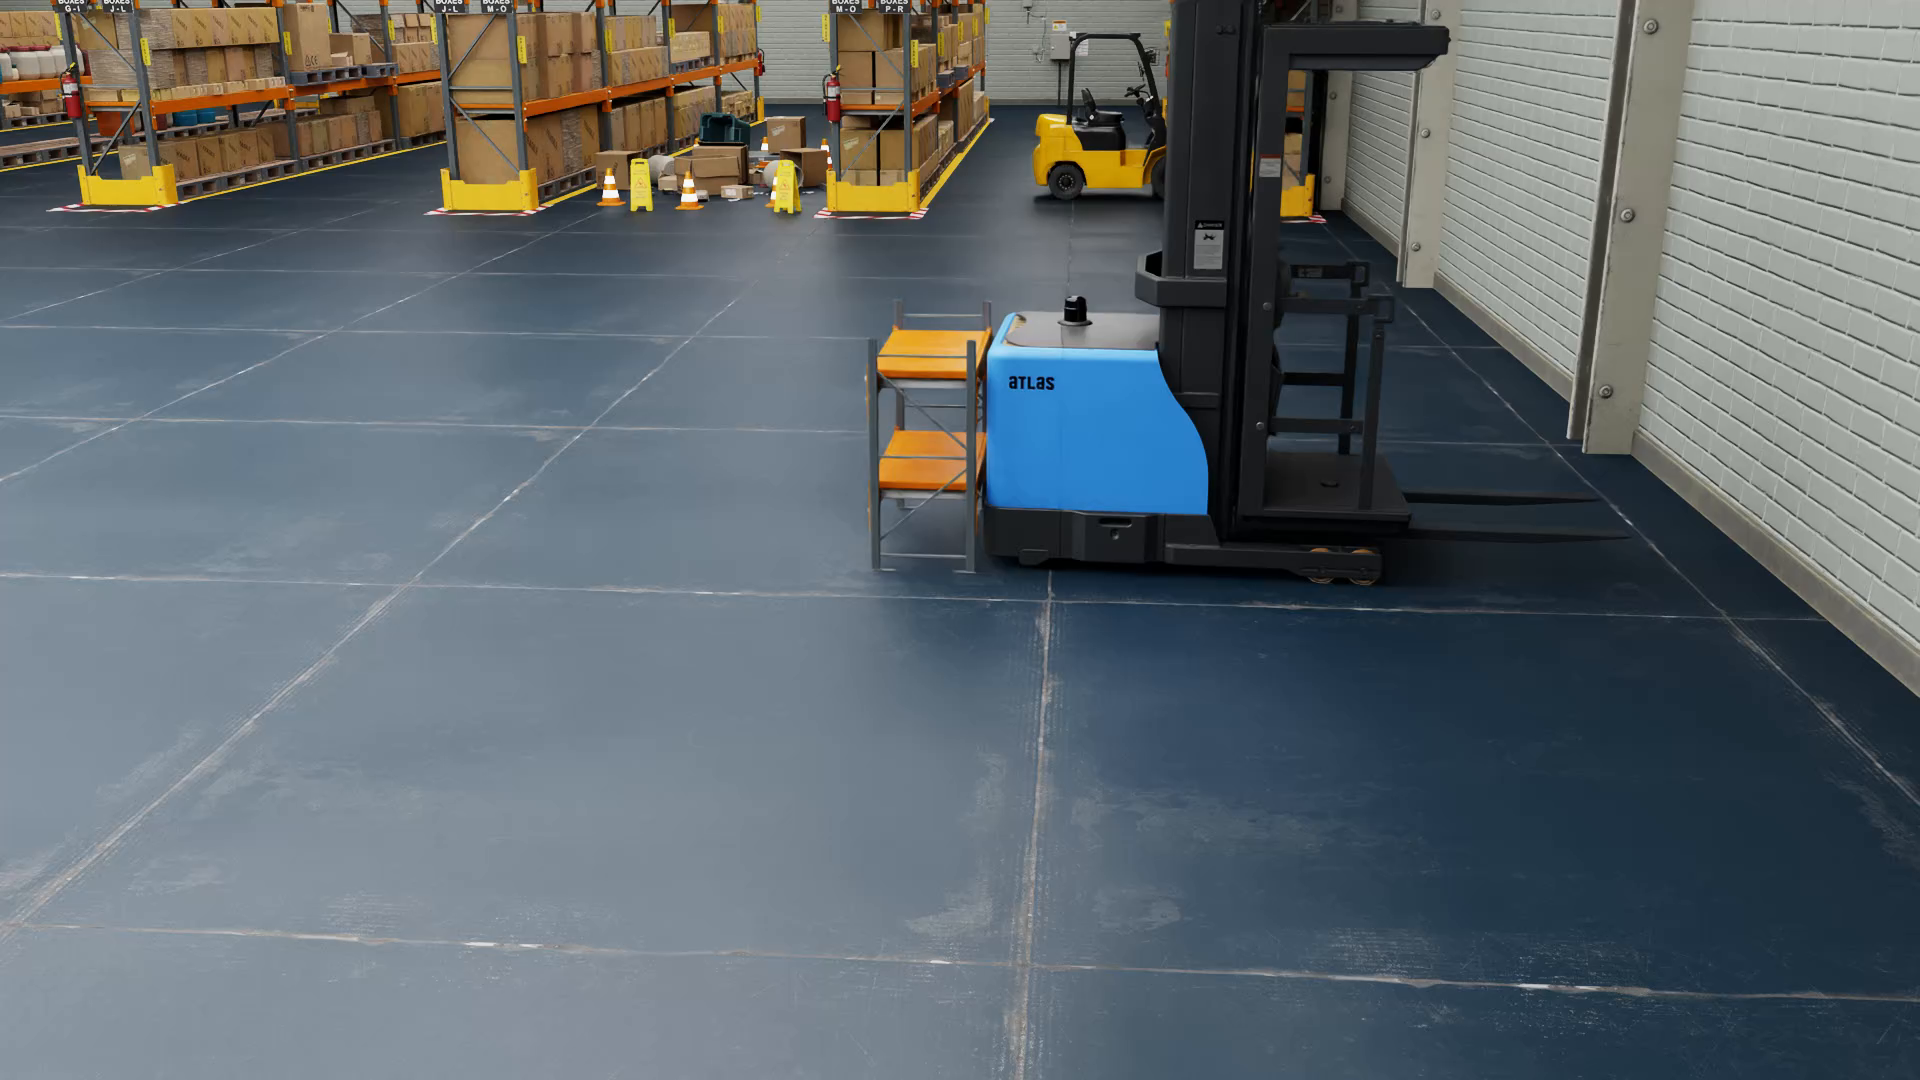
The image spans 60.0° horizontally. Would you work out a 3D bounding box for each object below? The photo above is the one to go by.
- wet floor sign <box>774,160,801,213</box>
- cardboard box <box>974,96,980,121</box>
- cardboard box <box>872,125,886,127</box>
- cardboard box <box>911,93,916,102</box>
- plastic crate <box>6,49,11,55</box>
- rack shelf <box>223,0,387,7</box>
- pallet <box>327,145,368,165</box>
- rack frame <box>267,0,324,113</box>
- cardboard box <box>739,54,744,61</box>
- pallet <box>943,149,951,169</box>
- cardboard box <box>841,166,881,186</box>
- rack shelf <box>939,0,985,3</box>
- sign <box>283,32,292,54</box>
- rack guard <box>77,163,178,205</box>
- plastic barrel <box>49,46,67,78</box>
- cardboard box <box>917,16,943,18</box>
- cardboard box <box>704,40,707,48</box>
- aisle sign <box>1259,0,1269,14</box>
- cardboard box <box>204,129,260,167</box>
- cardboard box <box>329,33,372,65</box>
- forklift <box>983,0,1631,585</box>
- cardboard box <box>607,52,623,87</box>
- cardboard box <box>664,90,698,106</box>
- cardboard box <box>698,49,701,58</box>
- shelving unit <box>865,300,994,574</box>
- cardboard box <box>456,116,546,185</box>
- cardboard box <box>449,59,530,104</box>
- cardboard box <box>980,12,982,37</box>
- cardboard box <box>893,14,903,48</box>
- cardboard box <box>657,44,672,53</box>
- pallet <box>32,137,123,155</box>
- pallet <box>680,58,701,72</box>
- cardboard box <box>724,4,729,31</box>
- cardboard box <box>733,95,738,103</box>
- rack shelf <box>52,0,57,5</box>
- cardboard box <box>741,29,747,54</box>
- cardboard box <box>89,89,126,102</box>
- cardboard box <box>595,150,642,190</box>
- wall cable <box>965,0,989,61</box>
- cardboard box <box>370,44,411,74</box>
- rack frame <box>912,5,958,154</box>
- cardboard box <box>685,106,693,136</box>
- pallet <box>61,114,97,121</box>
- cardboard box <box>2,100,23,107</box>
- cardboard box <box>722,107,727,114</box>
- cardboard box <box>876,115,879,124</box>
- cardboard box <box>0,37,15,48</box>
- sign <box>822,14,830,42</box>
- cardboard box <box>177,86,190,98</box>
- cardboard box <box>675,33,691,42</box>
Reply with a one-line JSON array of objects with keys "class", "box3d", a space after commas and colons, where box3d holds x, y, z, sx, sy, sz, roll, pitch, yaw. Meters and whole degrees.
[{"class": "wet floor sign", "box3d": [-2.193, -4.491, 21.094, 0.267, 0.644, 0.232, 8, 20, 23]}, {"class": "cardboard box", "box3d": [-0.036, -8.825, 33.978, 0.875, 0.438, 0.875, 1, 18, 2]}, {"class": "cardboard box", "box3d": [-1.281, -5.311, 22.352, 0.500, 0.500, 0.500, 2, 18, 6]}, {"class": "cardboard box", "box3d": [-0.778, -5.786, 21.667, 0.380, 0.149, 0.250, 1, 18, 2]}, {"class": "plastic crate", "box3d": [-15.785, -7.997, 27.909, 0.402, 0.464, 0.583, 1, 18, 4]}, {"class": "rack shelf", "box3d": [-10.567, -8.813, 26.841, 1.077, 0.370, 4.000, 1, 18, 4]}, {"class": "pallet", "box3d": [-10.571, -6.405, 27.632, 1.003, 0.211, 1.213, 1, 18, 4]}, {"class": "rack frame", "box3d": [-14.790, -10.946, 37.012, 1.000, 3.000, 0.127, 1, 18, 4]}, {"class": "cardboard box", "box3d": [-4.753, -10.151, 34.989, 0.380, 0.149, 0.250, 0, 18, 1]}, {"class": "pallet", "box3d": [-0.686, -6.184, 26.957, 1.003, 0.211, 1.213, 1, 18, 4]}, {"class": "cardboard box", "box3d": [-1.321, -4.803, 22.004, 0.500, 0.250, 0.500, 1, 18, 4]}, {"class": "rack shelf", "box3d": [-0.109, -11.077, 33.749, 1.077, 0.370, 4.000, 1, 18, 4]}, {"class": "sign", "box3d": [-10.168, -7.510, 25.136, 0.100, 0.325, 0.005, 1, 18, 4]}, {"class": "rack guard", "box3d": [-10.991, -4.702, 21.971, 1.175, 0.500, 0.348, 1, 18, 4]}, {"class": "plastic barrel", "box3d": [-15.254, -8.060, 28.023, 0.421, 0.512, 0.421, 0, 18, 0]}, {"class": "cardboard box", "box3d": [-0.464, -8.062, 25.856, 0.380, 0.149, 0.250, 2, 18, 7]}, {"class": "cardboard box", "box3d": [-5.046, -9.463, 31.737, 0.380, 0.149, 0.250, 1, 18, 4]}, {"class": "aisle sign", "box3d": [3.541, -6.757, 20.052, 0.394, 0.787, 0.004, 1, 18, 4]}, {"class": "cardboard box", "box3d": [-10.812, -5.819, 24.705, 0.500, 0.500, 0.500, 7, 20, 21]}, {"class": "cardboard box", "box3d": [-10.362, -8.254, 27.961, 0.700, 0.500, 0.500, 4, 19, 12]}, {"class": "forklift", "box3d": [1.669, -1.356, 7.854, 3.031, 2.935, 1.130, 2, 18, 7]}, {"class": "cardboard box", "box3d": [-5.464, -7.172, 25.332, 0.500, 0.500, 0.500, 1, 18, 5]}, {"class": "cardboard box", "box3d": [-5.108, -8.097, 30.451, 0.500, 0.250, 0.500, 1, 18, 4]}, {"class": "cardboard box", "box3d": [-5.084, -9.168, 31.314, 0.380, 0.149, 0.250, 0, 18, 1]}, {"class": "shelving unit", "box3d": [-0.132, -0.542, 8.270, 0.538, 1.125, 1.048, 2, 18, 5]}, {"class": "cardboard box", "box3d": [-6.074, -5.126, 21.988, 0.875, 0.875, 0.875, 1, 18, 4]}, {"class": "cardboard box", "box3d": [-6.075, -5.912, 21.407, 0.875, 0.550, 0.550, 1, 18, 4]}, {"class": "cardboard box", "box3d": [0.191, -10.666, 34.389, 0.500, 0.500, 0.500, 1, 18, 4]}, {"class": "cardboard box", "box3d": [-1.141, -6.942, 22.549, 0.700, 0.500, 0.500, 1, 18, 4]}, {"class": "cardboard box", "box3d": [-5.248, -8.576, 29.030, 0.380, 0.149, 0.250, 2, 18, 6]}, {"class": "pallet", "box3d": [-15.458, -6.897, 29.132, 1.003, 0.211, 1.213, 1, 18, 4]}, {"class": "pallet", "box3d": [-5.382, -8.734, 30.567, 1.003, 0.211, 1.213, 1, 18, 4]}, {"class": "cardboard box", "box3d": [-4.899, -10.411, 33.136, 0.500, 0.500, 0.500, 1, 18, 2]}, {"class": "cardboard box", "box3d": [-4.828, -9.166, 34.527, 0.380, 0.149, 0.250, 1, 18, 4]}, {"class": "rack shelf", "box3d": [-15.507, -8.924, 27.179, 1.077, 0.370, 4.000, 1, 18, 4]}, {"class": "cardboard box", "box3d": [-4.754, -10.420, 34.767, 0.500, 0.500, 0.500, 1, 18, 4]}, {"class": "cardboard box", "box3d": [-11.182, -5.840, 21.833, 0.380, 0.149, 0.250, 1, 18, 4]}, {"class": "cardboard box", "box3d": [-4.858, -5.275, 23.714, 0.500, 0.500, 0.500, 4, 19, 13]}, {"class": "wall cable", "box3d": [0.416, -12.864, 41.183, 0.585, 1.953, 0.123, 1, 18, 4]}, {"class": "cardboard box", "box3d": [-10.117, -8.543, 29.519, 0.500, 0.500, 0.500, 2, 18, 6]}, {"class": "rack frame", "box3d": [-0.539, -8.130, 28.417, 1.000, 3.000, 0.127, 1, 18, 4]}, {"class": "cardboard box", "box3d": [-5.146, -7.591, 30.112, 0.500, 0.500, 0.500, 1, 18, 5]}, {"class": "pallet", "box3d": [-19.792, -9.462, 36.960, 1.003, 0.211, 1.213, 1, 18, 4]}, {"class": "cardboard box", "box3d": [-20.205, -9.163, 35.182, 0.500, 0.311, 0.500, 1, 18, 4]}, {"class": "cardboard box", "box3d": [-4.851, -8.543, 33.104, 0.380, 0.149, 0.250, 2, 18, 6]}, {"class": "cardboard box", "box3d": [-1.314, -5.733, 22.597, 0.380, 0.149, 0.250, 2, 18, 6]}, {"class": "cardboard box", "box3d": [-19.709, -10.015, 34.011, 0.500, 0.500, 0.500, 2, 18, 5]}, {"class": "sign", "box3d": [-1.664, -6.364, 20.661, 0.100, 0.325, 0.005, 1, 18, 4]}, {"class": "cardboard box", "box3d": [-10.671, -6.063, 22.512, 0.380, 0.149, 0.250, 1, 18, 4]}, {"class": "cardboard box", "box3d": [-5.143, -9.197, 30.446, 0.380, 0.149, 0.250, 1, 18, 3]}]
